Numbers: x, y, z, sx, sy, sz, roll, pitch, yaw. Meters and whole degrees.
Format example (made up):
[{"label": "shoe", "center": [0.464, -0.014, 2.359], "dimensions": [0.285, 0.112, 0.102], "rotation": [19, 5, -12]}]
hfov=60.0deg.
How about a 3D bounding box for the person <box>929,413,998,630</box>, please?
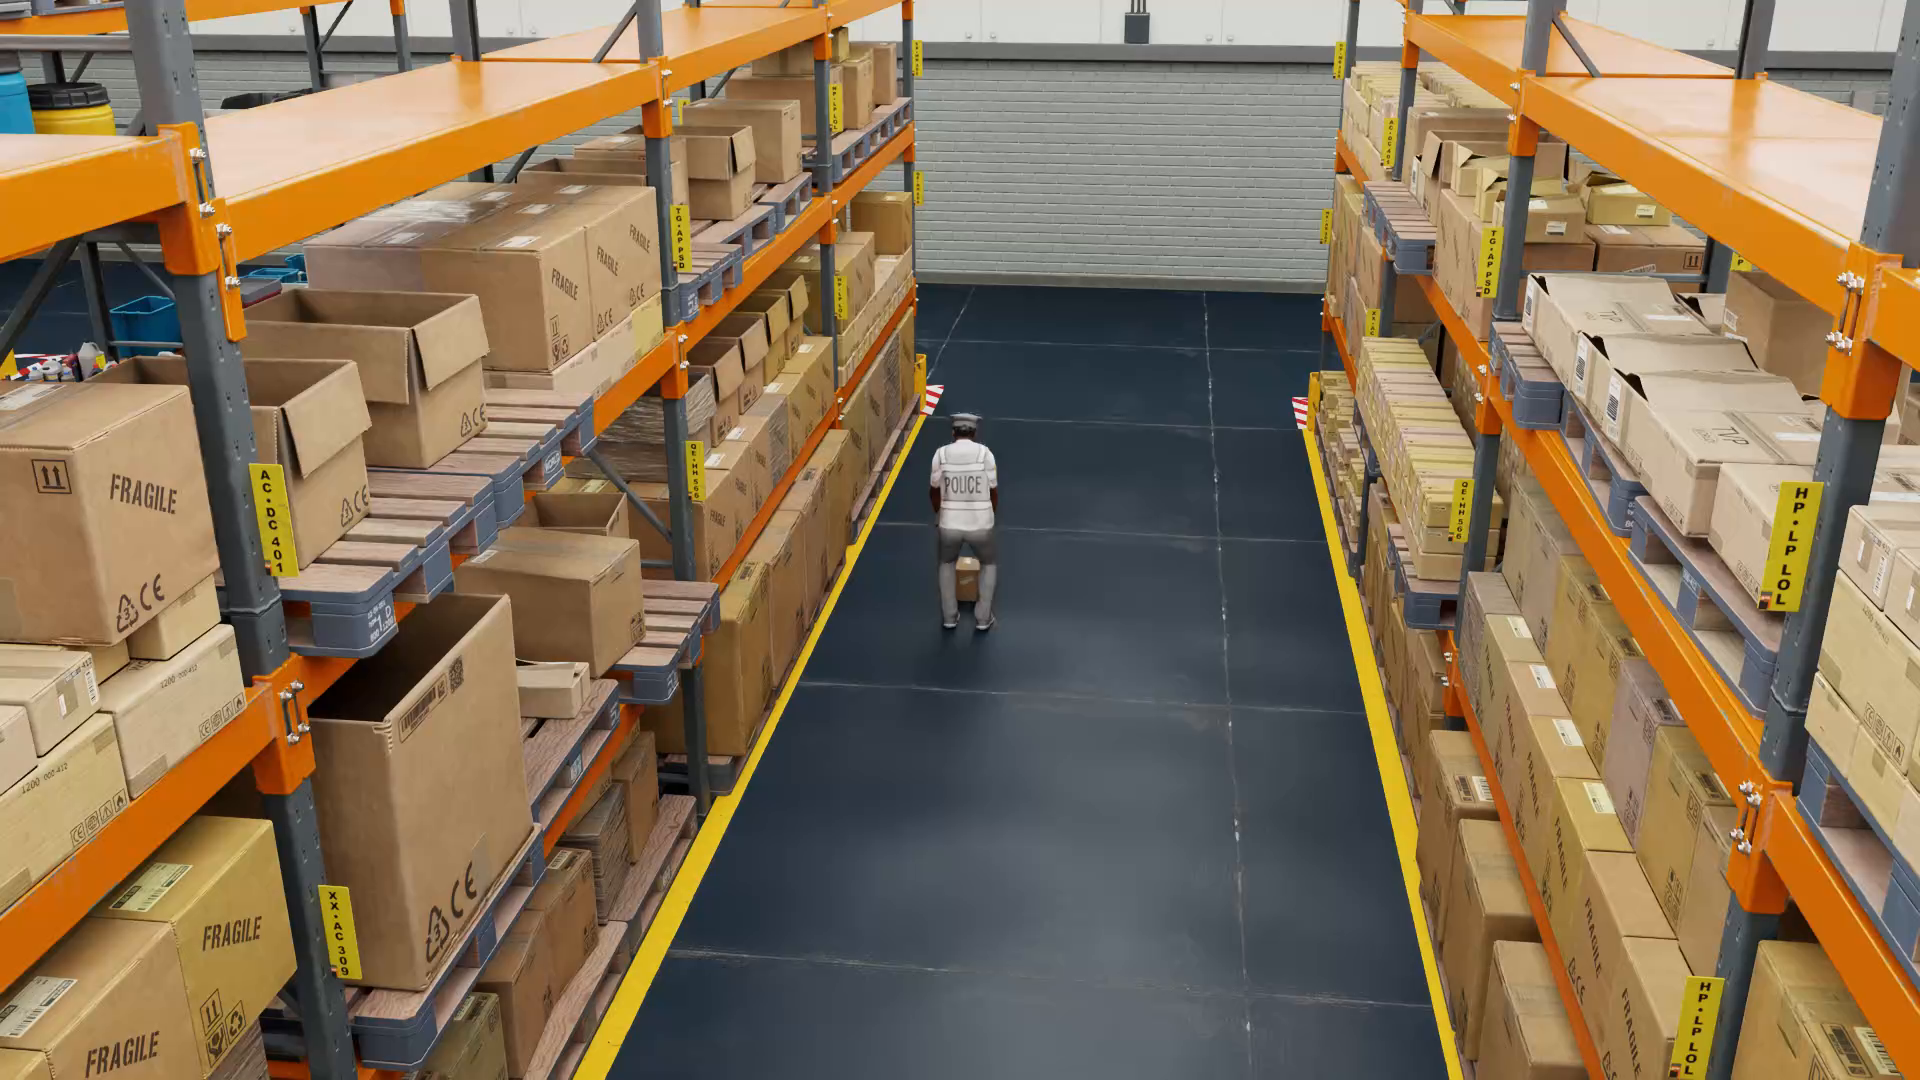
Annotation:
[{"label": "person", "center": [0.021, -0.124, 11.635], "dimensions": [0.487, 1.508, 0.606], "rotation": [3, 21, 7]}]
